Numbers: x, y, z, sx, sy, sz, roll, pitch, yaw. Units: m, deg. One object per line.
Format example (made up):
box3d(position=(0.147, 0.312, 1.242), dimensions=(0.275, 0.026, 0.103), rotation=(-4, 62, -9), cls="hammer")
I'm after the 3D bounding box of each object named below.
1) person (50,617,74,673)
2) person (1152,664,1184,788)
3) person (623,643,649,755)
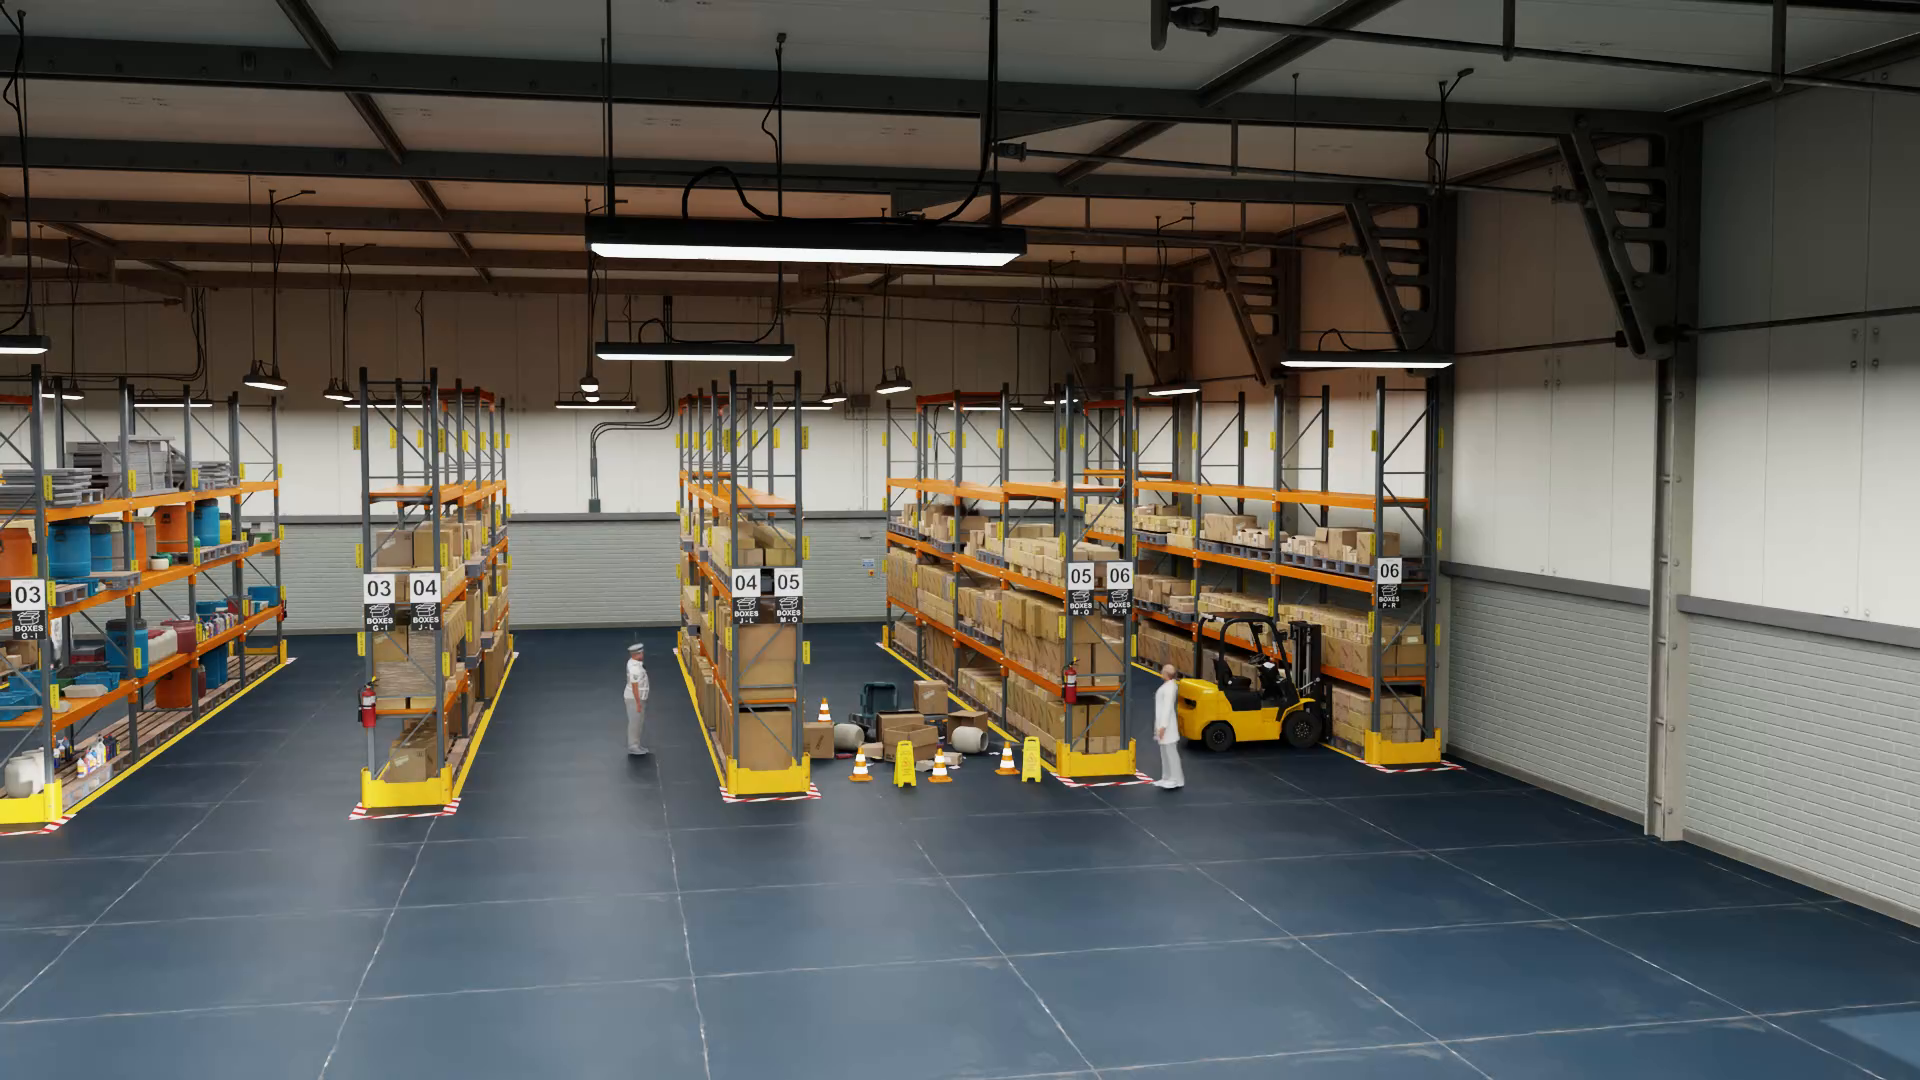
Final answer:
box3d(position=(-18.665, 2.114, 34.605), dimensions=(0.495, 1.678, 0.513), rotation=(3, 4, 40), cls="person")
box3d(position=(3.007, 2.693, 23.967), dimensions=(0.456, 1.805, 0.666), rotation=(0, 3, -1), cls="person")
box3d(position=(-5.170, 2.537, 26.571), dimensions=(0.405, 1.771, 0.579), rotation=(0, 3, -3), cls="person")
